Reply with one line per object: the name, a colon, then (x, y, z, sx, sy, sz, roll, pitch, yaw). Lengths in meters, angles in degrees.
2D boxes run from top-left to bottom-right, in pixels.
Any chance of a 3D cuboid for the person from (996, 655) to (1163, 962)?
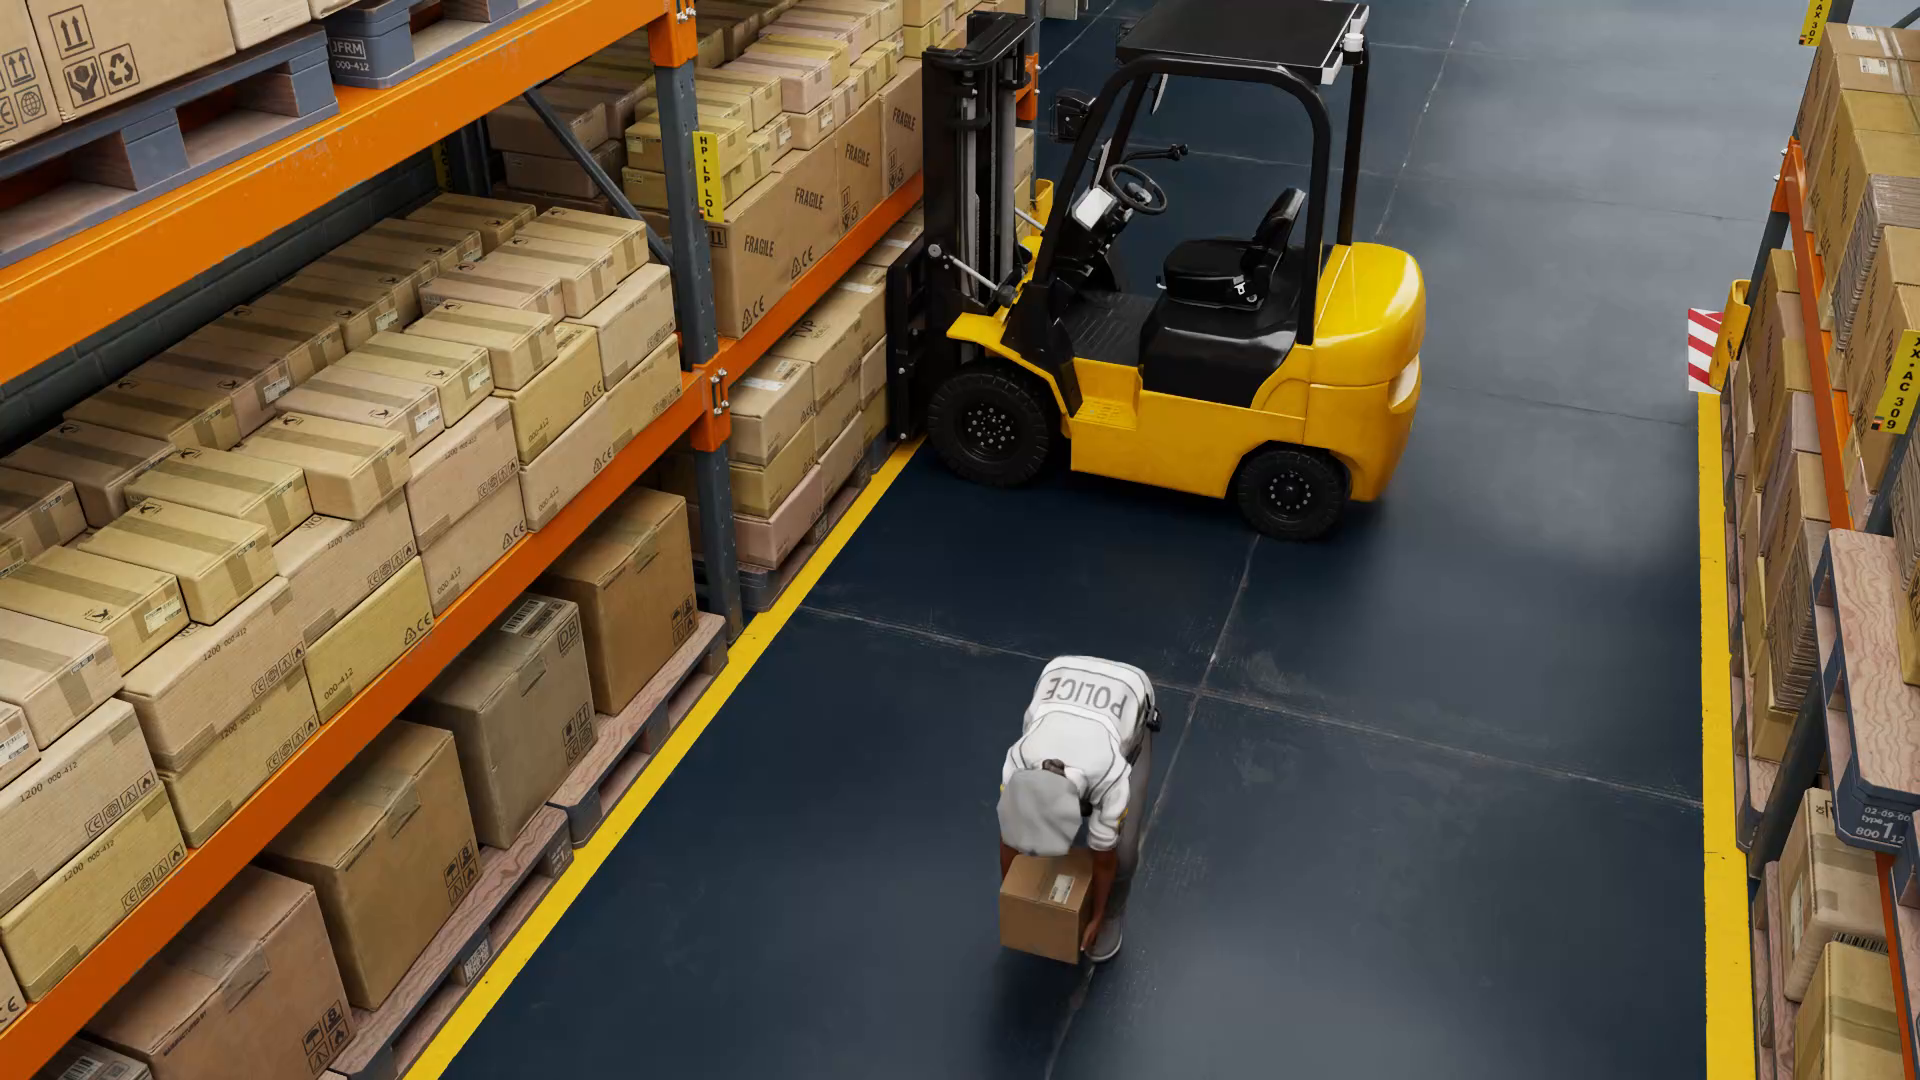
person: (0.345, 0.944, 5.228, 0.415, 1.100, 0.941, 10, 35, 15)
